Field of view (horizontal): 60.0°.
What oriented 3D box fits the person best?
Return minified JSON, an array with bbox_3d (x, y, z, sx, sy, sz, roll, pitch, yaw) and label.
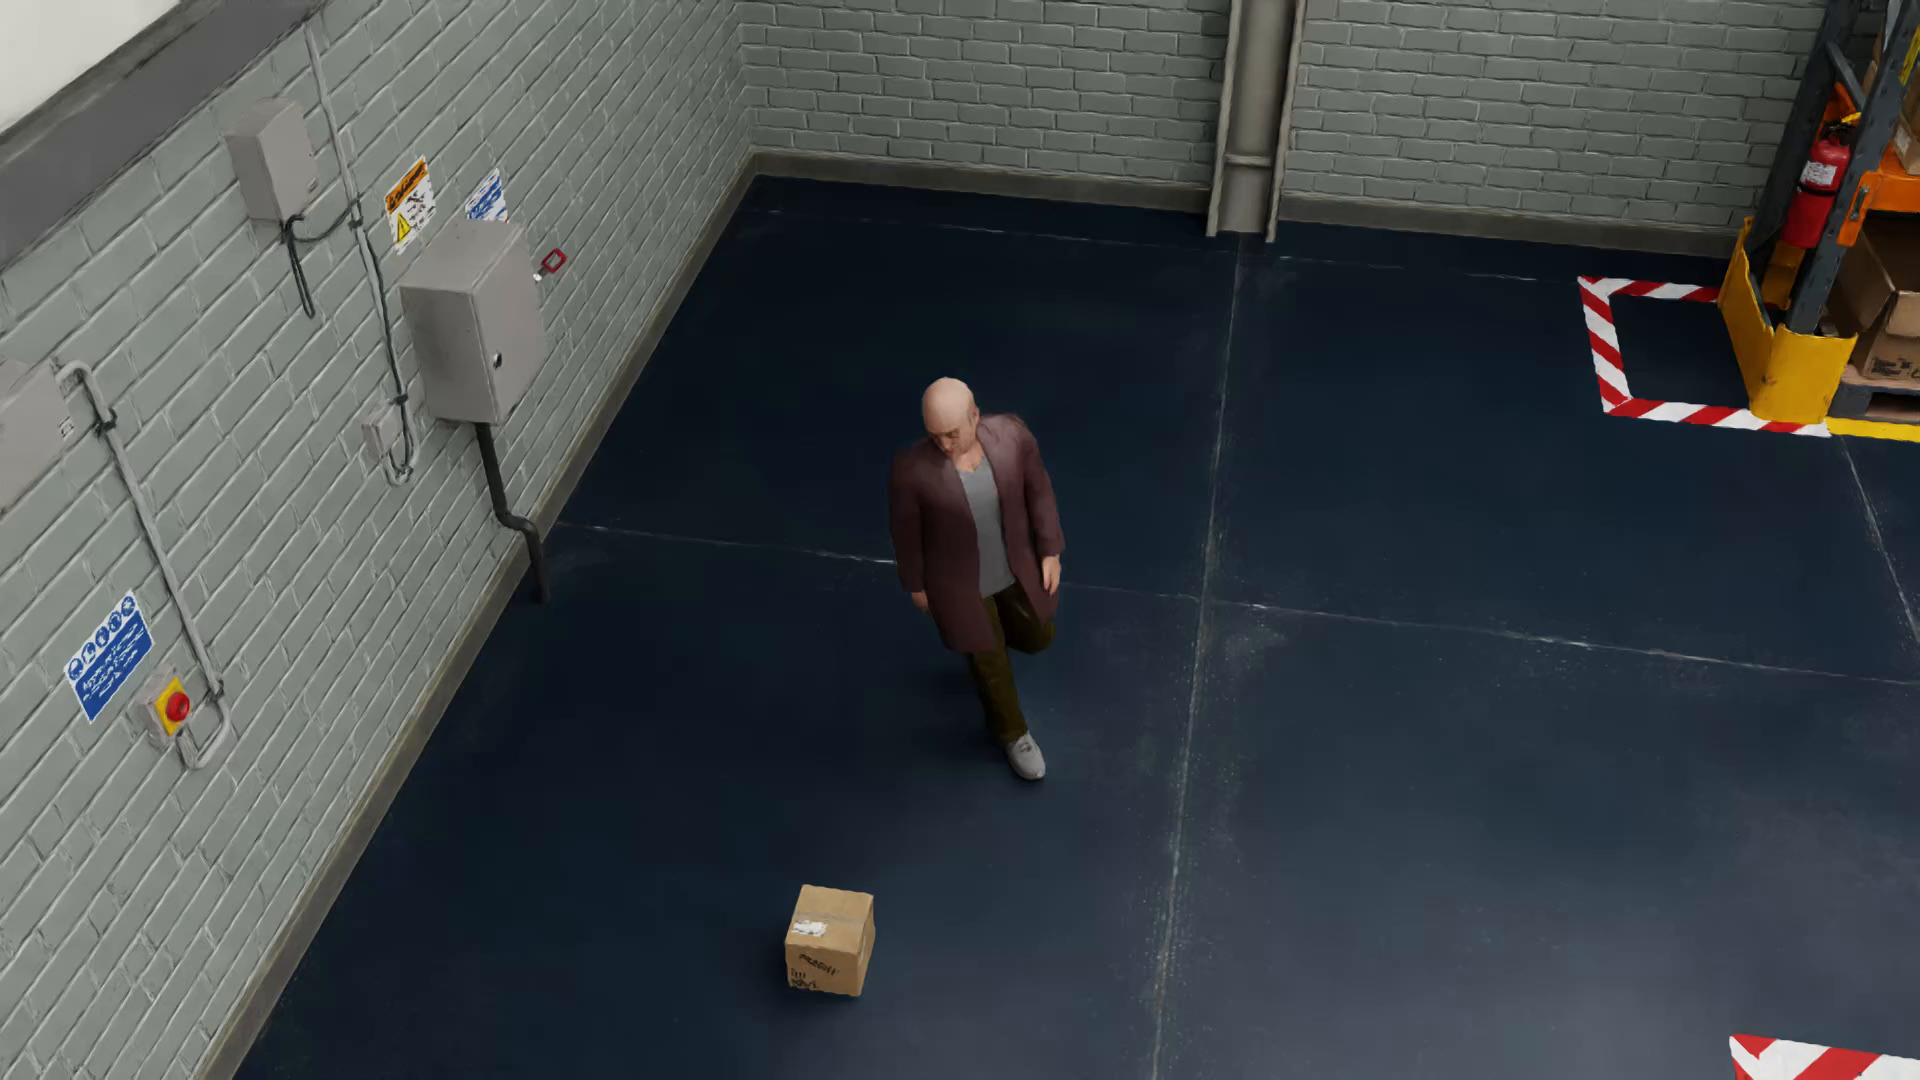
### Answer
[{"bbox_3d":[0.047,0.087,6.084,0.625,1.749,0.778,-18,43,-20],"label":"person"}]
